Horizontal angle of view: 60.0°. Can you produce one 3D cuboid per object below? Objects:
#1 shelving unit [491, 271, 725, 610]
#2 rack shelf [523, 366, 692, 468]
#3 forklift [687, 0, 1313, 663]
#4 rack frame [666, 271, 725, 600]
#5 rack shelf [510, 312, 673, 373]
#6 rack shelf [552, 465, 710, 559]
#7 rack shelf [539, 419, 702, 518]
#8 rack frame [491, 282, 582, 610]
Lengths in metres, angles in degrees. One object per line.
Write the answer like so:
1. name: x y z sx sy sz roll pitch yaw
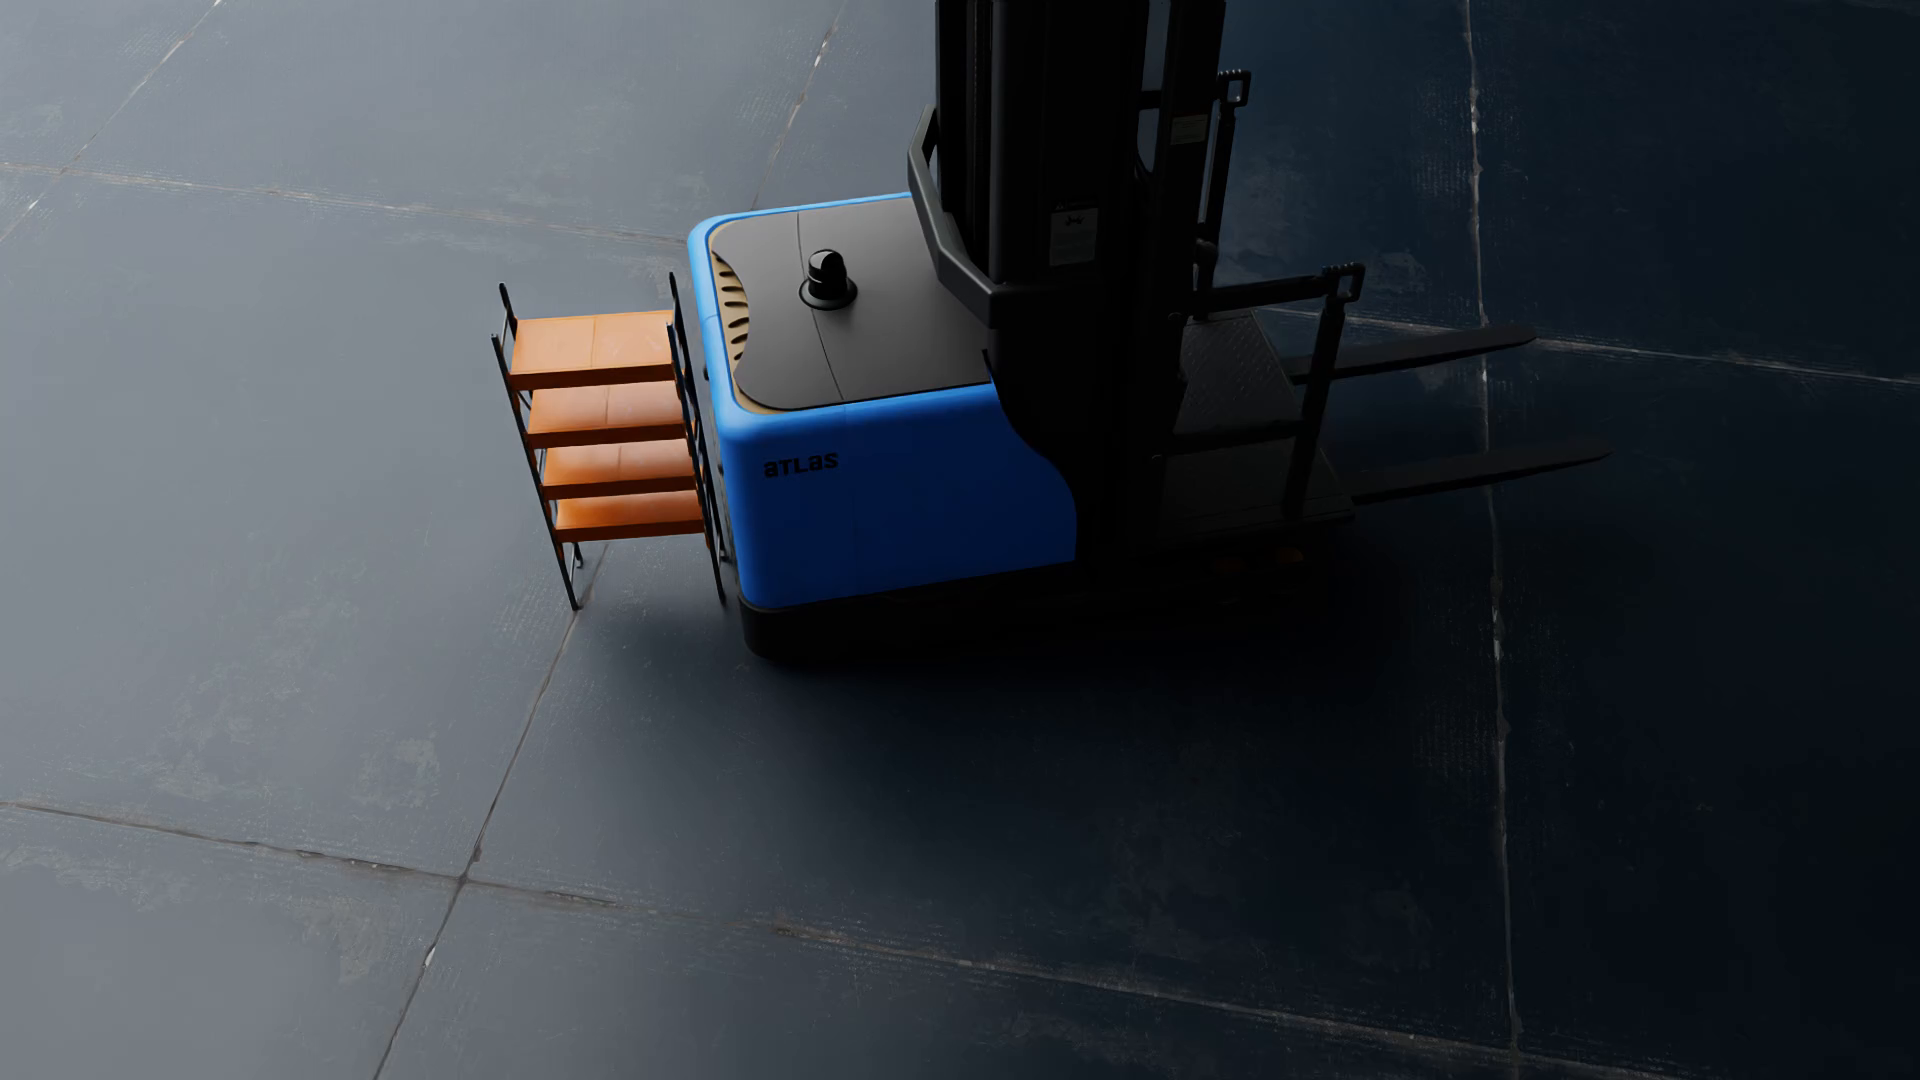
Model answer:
1. shelving unit: -14.186 -2.569 6.743 26.194 2.381 7.907 -4 48 -2
2. rack shelf: -1.063 -0.377 5.066 0.480 0.148 0.258 -4 48 -2
3. forklift: 0.168 -1.042 4.758 1.939 2.867 1.129 -9 49 -8
4. rack frame: -0.817 -0.290 5.193 0.015 1.200 0.240 -4 48 -2
5. rack shelf: -1.068 -0.561 4.861 0.457 0.050 0.221 -4 48 -2
6. rack shelf: -1.056 -0.095 5.381 0.480 0.148 0.258 -4 48 -2
7. rack shelf: -14.195 -2.722 6.572 26.182 1.923 7.907 -4 48 -2
8. rack frame: -1.303 -0.255 5.172 0.015 1.200 0.240 -4 48 -2
